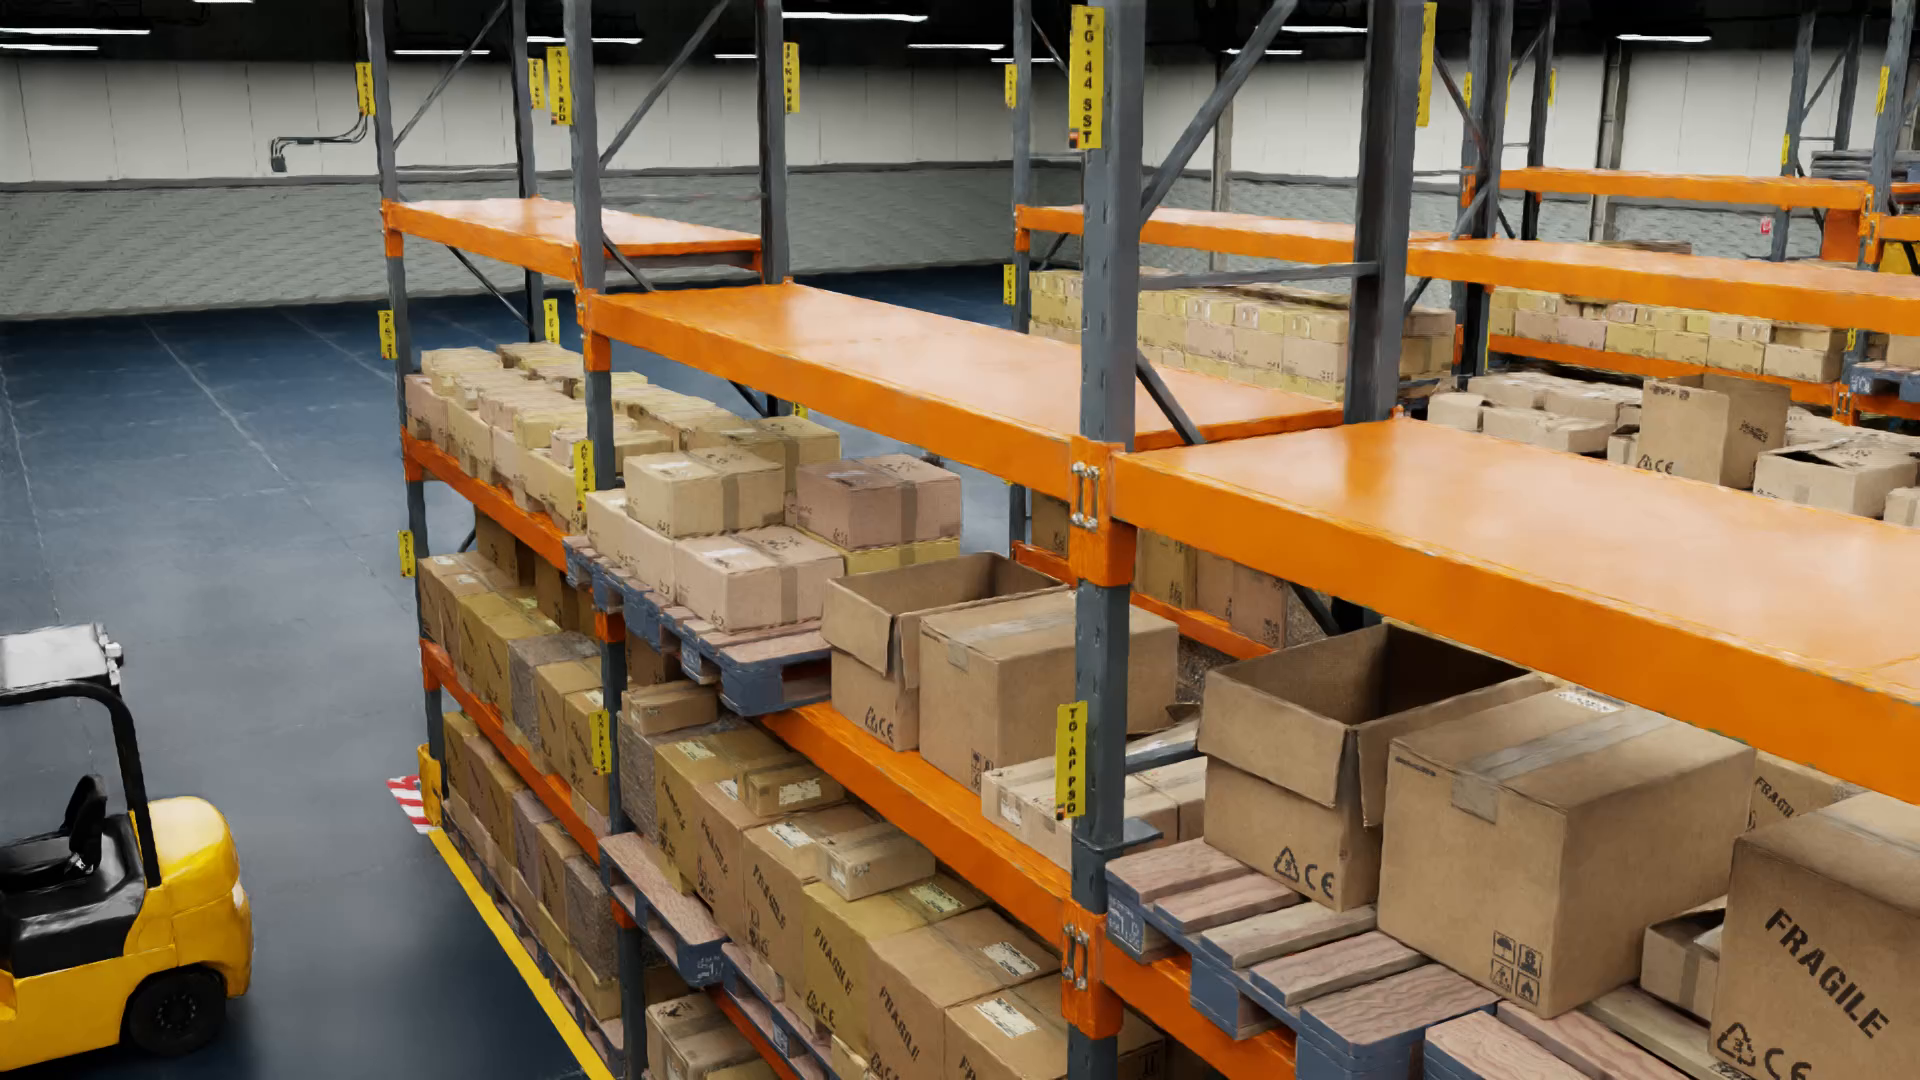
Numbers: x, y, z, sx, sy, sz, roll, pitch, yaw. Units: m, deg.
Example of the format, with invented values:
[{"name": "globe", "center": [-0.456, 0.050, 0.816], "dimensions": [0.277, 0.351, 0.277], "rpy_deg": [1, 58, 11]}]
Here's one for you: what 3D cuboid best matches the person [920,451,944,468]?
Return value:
[{"name": "person", "center": [-0.360, -0.085, 16.335], "dimensions": [0.744, 1.643, 0.465], "rpy_deg": [8, 17, 26]}]
